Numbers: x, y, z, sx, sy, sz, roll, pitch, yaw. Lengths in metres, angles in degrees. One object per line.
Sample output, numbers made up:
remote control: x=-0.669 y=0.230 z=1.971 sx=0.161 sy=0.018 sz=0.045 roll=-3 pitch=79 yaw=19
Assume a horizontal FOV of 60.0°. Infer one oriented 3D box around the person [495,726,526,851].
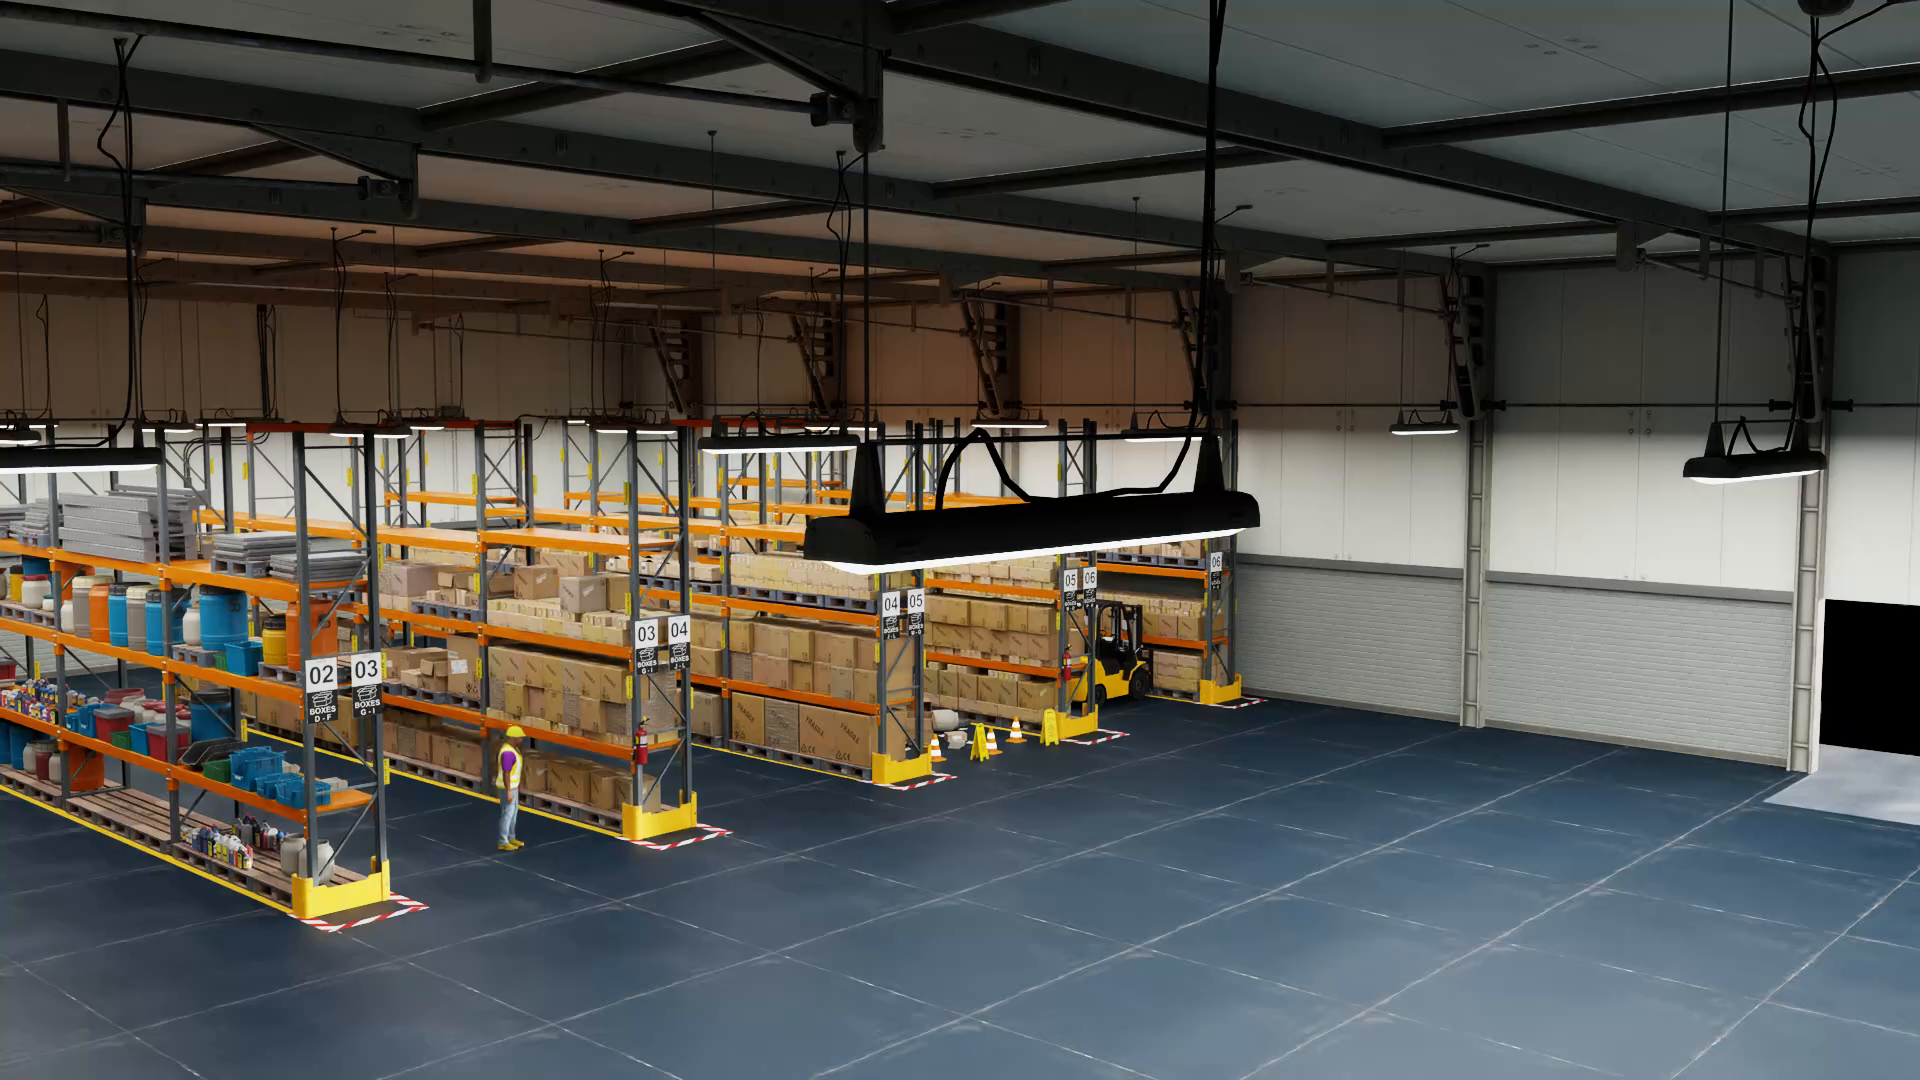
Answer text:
person: x=-6.384 y=3.519 z=23.680 sx=0.449 sy=1.772 sz=0.605 roll=-1 pitch=5 yaw=-7
